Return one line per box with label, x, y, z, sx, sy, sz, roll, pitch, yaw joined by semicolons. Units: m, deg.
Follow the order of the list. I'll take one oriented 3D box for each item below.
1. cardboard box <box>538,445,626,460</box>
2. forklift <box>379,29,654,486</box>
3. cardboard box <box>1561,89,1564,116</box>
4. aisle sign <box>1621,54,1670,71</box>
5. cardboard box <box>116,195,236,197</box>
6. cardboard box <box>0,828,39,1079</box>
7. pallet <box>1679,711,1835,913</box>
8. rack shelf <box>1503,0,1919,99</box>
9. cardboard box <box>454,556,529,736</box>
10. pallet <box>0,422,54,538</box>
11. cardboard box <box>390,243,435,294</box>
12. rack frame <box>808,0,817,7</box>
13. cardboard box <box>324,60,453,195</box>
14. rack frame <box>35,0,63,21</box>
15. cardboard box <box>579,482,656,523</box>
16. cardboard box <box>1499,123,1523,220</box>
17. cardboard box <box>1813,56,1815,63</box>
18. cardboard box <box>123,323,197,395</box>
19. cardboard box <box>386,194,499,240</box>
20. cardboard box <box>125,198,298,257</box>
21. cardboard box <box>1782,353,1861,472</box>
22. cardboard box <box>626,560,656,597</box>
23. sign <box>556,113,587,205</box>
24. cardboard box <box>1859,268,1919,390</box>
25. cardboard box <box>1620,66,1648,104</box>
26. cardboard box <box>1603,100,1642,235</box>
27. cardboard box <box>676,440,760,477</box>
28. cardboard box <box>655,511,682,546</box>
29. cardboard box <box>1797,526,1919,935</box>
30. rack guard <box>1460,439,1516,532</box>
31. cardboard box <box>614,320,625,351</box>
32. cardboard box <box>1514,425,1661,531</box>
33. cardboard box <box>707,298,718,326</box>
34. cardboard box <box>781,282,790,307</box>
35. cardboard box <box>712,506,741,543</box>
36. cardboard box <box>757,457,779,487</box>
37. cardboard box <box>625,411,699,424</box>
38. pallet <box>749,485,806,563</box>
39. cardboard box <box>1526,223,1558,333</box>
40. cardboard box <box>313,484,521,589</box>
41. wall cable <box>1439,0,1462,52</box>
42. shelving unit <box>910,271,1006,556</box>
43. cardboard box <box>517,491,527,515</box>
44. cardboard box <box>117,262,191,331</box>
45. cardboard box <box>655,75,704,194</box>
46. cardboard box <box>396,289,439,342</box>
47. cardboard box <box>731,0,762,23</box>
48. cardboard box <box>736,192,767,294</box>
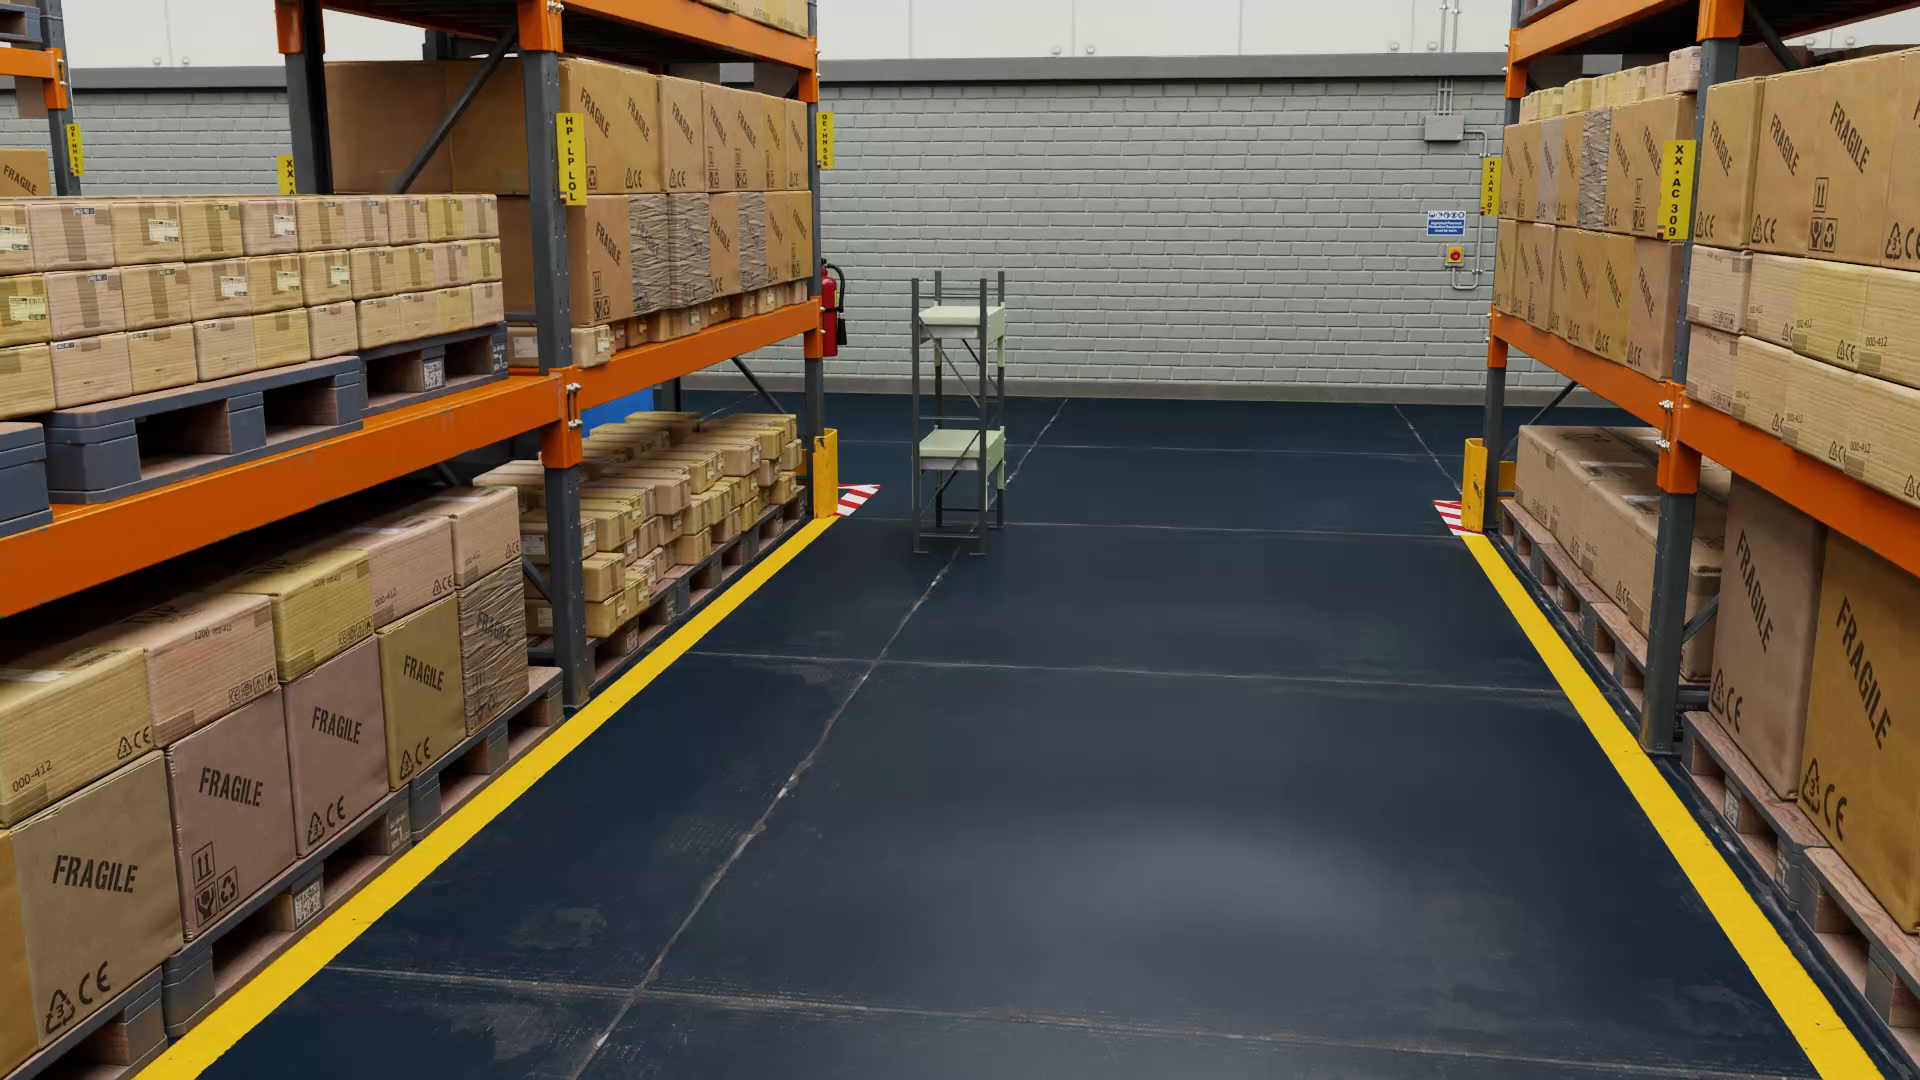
cardboard box;-1.942;-0.395;8.565;0.380;0.149;0.250;2;12;10
forklift;-3.113;-1.672;10.293;1.130;2.935;3.031;4;13;19
cardboard box;3.101;-2.097;7.953;0.380;0.149;0.250;2;12;9
aisle sign;3.881;-2.802;9.204;0.394;0.787;0.004;2;12;9
cardboard box;-2.552;-1.027;5.328;0.380;0.149;0.250;2;12;9
cardboard box;-2.213;0.878;3.238;0.500;0.500;0.500;1;12;6
pallet;2.904;0.833;5.128;1.003;0.211;1.213;2;12;9
rack shelf;3.256;-2.224;7.283;1.077;0.370;4.000;2;12;9
cardboard box;-1.823;0.346;5.704;0.500;0.500;0.500;2;12;8
pallet;-2.569;-0.058;3.098;1.213;0.211;1.003;2;12;9
cardboard box;-1.905;-0.865;5.281;0.380;0.149;0.250;2;12;11
rack frame;-1.343;-4.598;9.469;1.000;3.000;0.127;2;12;9
cardboard box;-2.153;-1.622;6.585;0.500;0.500;0.500;1;12;7
rack frame;-6.229;-4.780;10.313;1.000;3.000;0.127;2;12;9
cardboard box;-1.592;-0.165;7.497;0.380;0.149;0.250;2;12;7
cardboard box;3.208;-1.973;8.918;0.500;0.500;0.500;2;12;7
cardboard box;3.274;-1.714;6.176;0.380;0.149;0.250;2;12;8
cardboard box;-2.103;-0.445;4.039;0.380;0.149;0.250;2;12;9
cardboard box;-1.827;-1.116;5.740;0.380;0.149;0.250;2;12;11
cardboard box;-2.029;-0.845;4.481;0.380;0.149;0.250;1;12;6
cardboard box;2.447;-0.323;4.229;0.500;0.250;0.500;2;12;8
cardboard box;-1.557;0.181;7.302;0.380;0.149;0.250;2;12;8
sign;-1.409;-1.382;6.036;0.100;0.325;0.005;2;12;9
cardboard box;2.370;-0.463;3.691;0.500;0.250;0.500;2;12;7
cardboard box;2.901;-1.832;6.724;0.380;0.149;0.250;2;12;8
cardboard box;2.834;-1.444;6.461;0.500;0.500;0.500;2;12;8
cardboard box;-1.273;-0.431;8.733;0.380;0.149;0.250;2;12;11
cardboard box;-1.524;-0.075;7.785;0.380;0.149;0.250;2;12;11
cardboard box;2.801;0.460;4.286;0.875;0.875;0.875;2;12;10
rack guard;3.567;-0.309;9.741;1.175;0.500;0.348;2;12;9
cardboard box;-1.636;-0.872;7.015;0.380;0.149;0.250;1;12;6
cardboard box;3.561;-0.338;9.028;0.875;0.438;0.875;1;12;7
cardboard box;-1.424;-1.145;8.281;0.380;0.149;0.250;2;12;10
cardboard box;-1.189;-1.415;9.536;0.380;0.149;0.250;2;12;9
cardboard box;-1.348;-0.089;8.554;0.380;0.149;0.250;2;12;10
cardboard box;-1.221;-0.395;9.271;0.380;0.149;0.250;1;12;6
cardboard box;-1.760;-0.670;9.840;0.380;0.149;0.250;1;12;6
pallet;-1.515;-0.118;9.542;1.003;0.211;1.213;2;12;9
cardboard box;3.060;-1.273;8.042;0.500;0.500;0.500;2;12;8
cardboard box;-1.823;-0.019;5.620;0.500;0.250;0.500;2;12;7
wall cable;4.160;-5.652;14.359;0.463;3.000;0.029;2;12;9
shelving unit;-0.001;-0.732;9.329;0.431;1.500;0.755;2;12;9
cardboard box;-2.130;-0.124;7.308;0.380;0.149;0.250;2;12;8
cardboard box;-2.104;-0.590;4.006;0.380;0.149;0.250;2;12;8
cardboard box;-1.476;-1.814;7.475;0.500;0.500;0.500;2;12;10
cardboard box;-1.903;-0.720;5.315;0.380;0.149;0.250;2;12;8
cardboard box;-1.313;-2.746;8.351;0.500;0.250;0.500;2;12;11
cardboard box;-1.311;-1.545;8.599;0.500;0.500;0.500;2;12;9
